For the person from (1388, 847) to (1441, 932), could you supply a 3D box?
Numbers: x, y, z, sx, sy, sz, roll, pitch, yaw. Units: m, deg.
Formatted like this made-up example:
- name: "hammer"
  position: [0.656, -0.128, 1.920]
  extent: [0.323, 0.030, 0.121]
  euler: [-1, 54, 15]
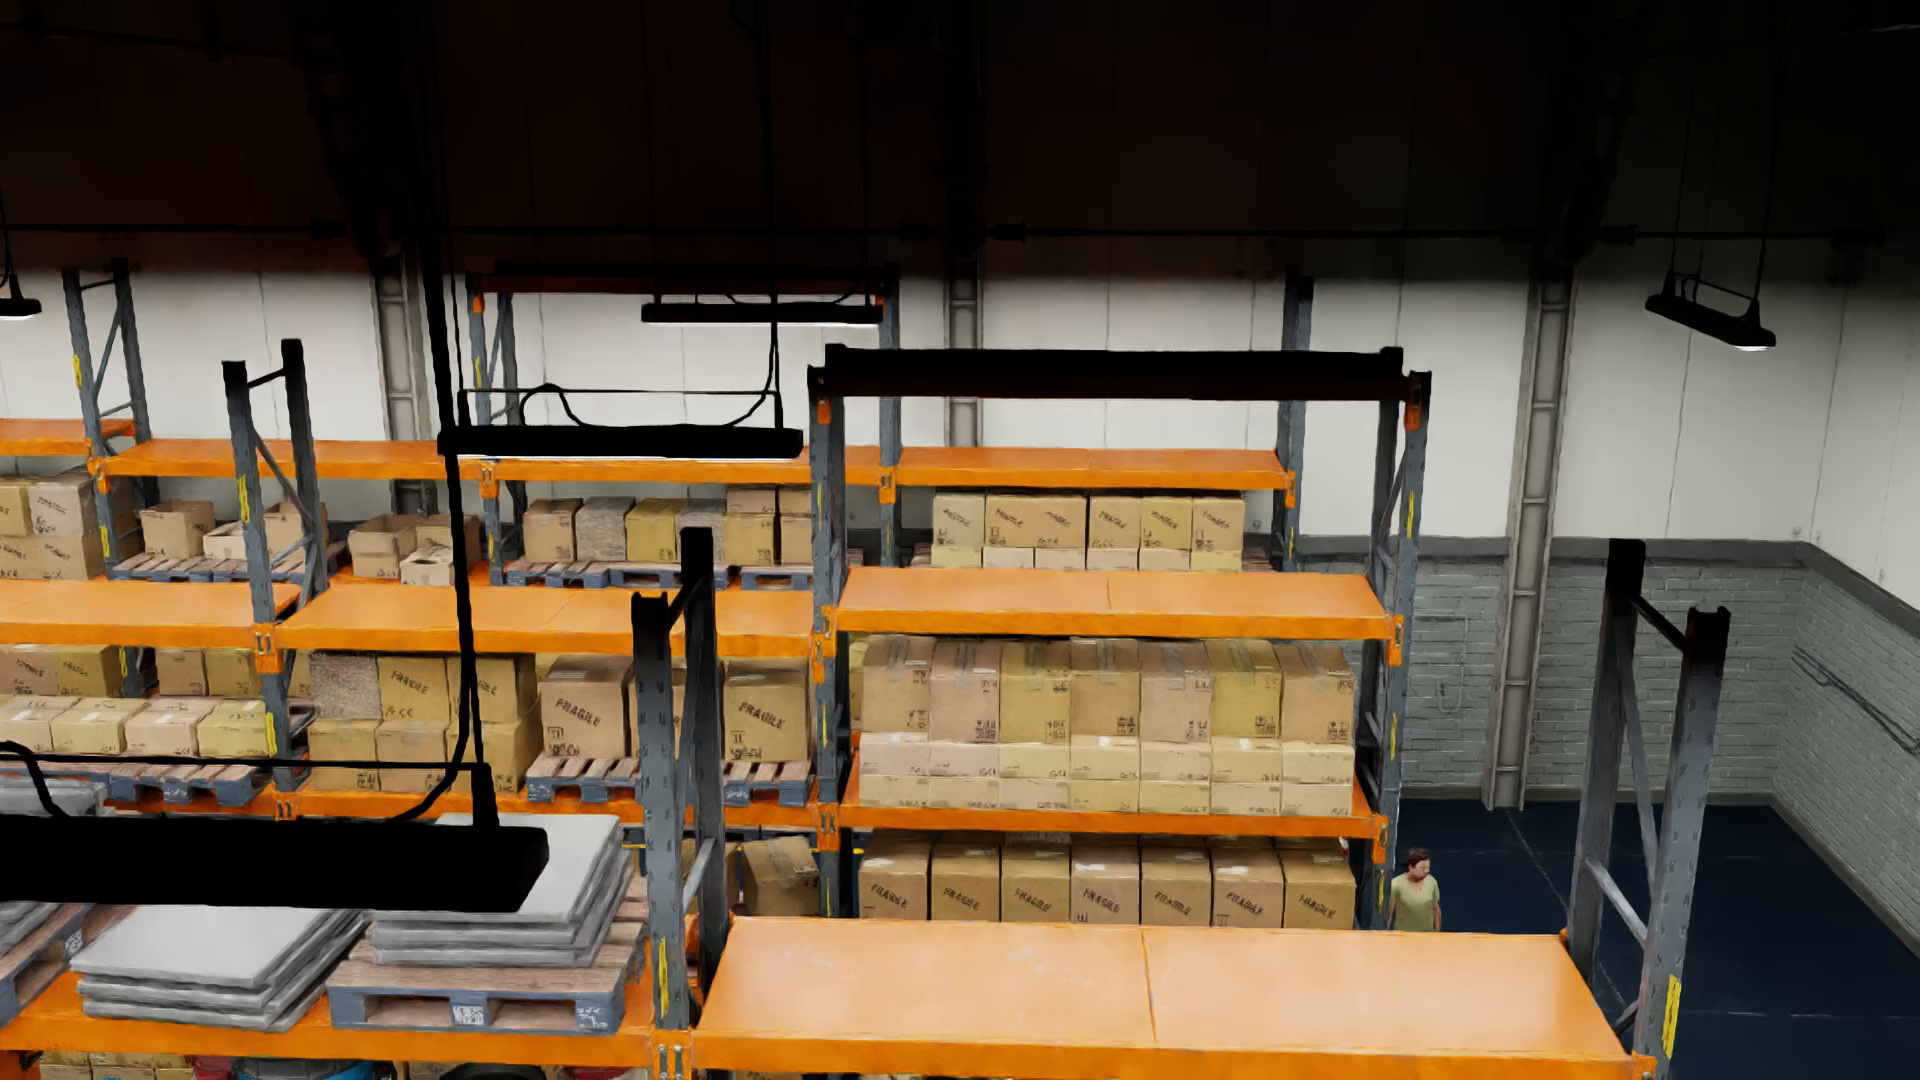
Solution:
- name: "person"
  position: [3.804, 3.358, 13.987]
  extent: [0.508, 1.674, 0.398]
  euler: [0, 16, 1]
